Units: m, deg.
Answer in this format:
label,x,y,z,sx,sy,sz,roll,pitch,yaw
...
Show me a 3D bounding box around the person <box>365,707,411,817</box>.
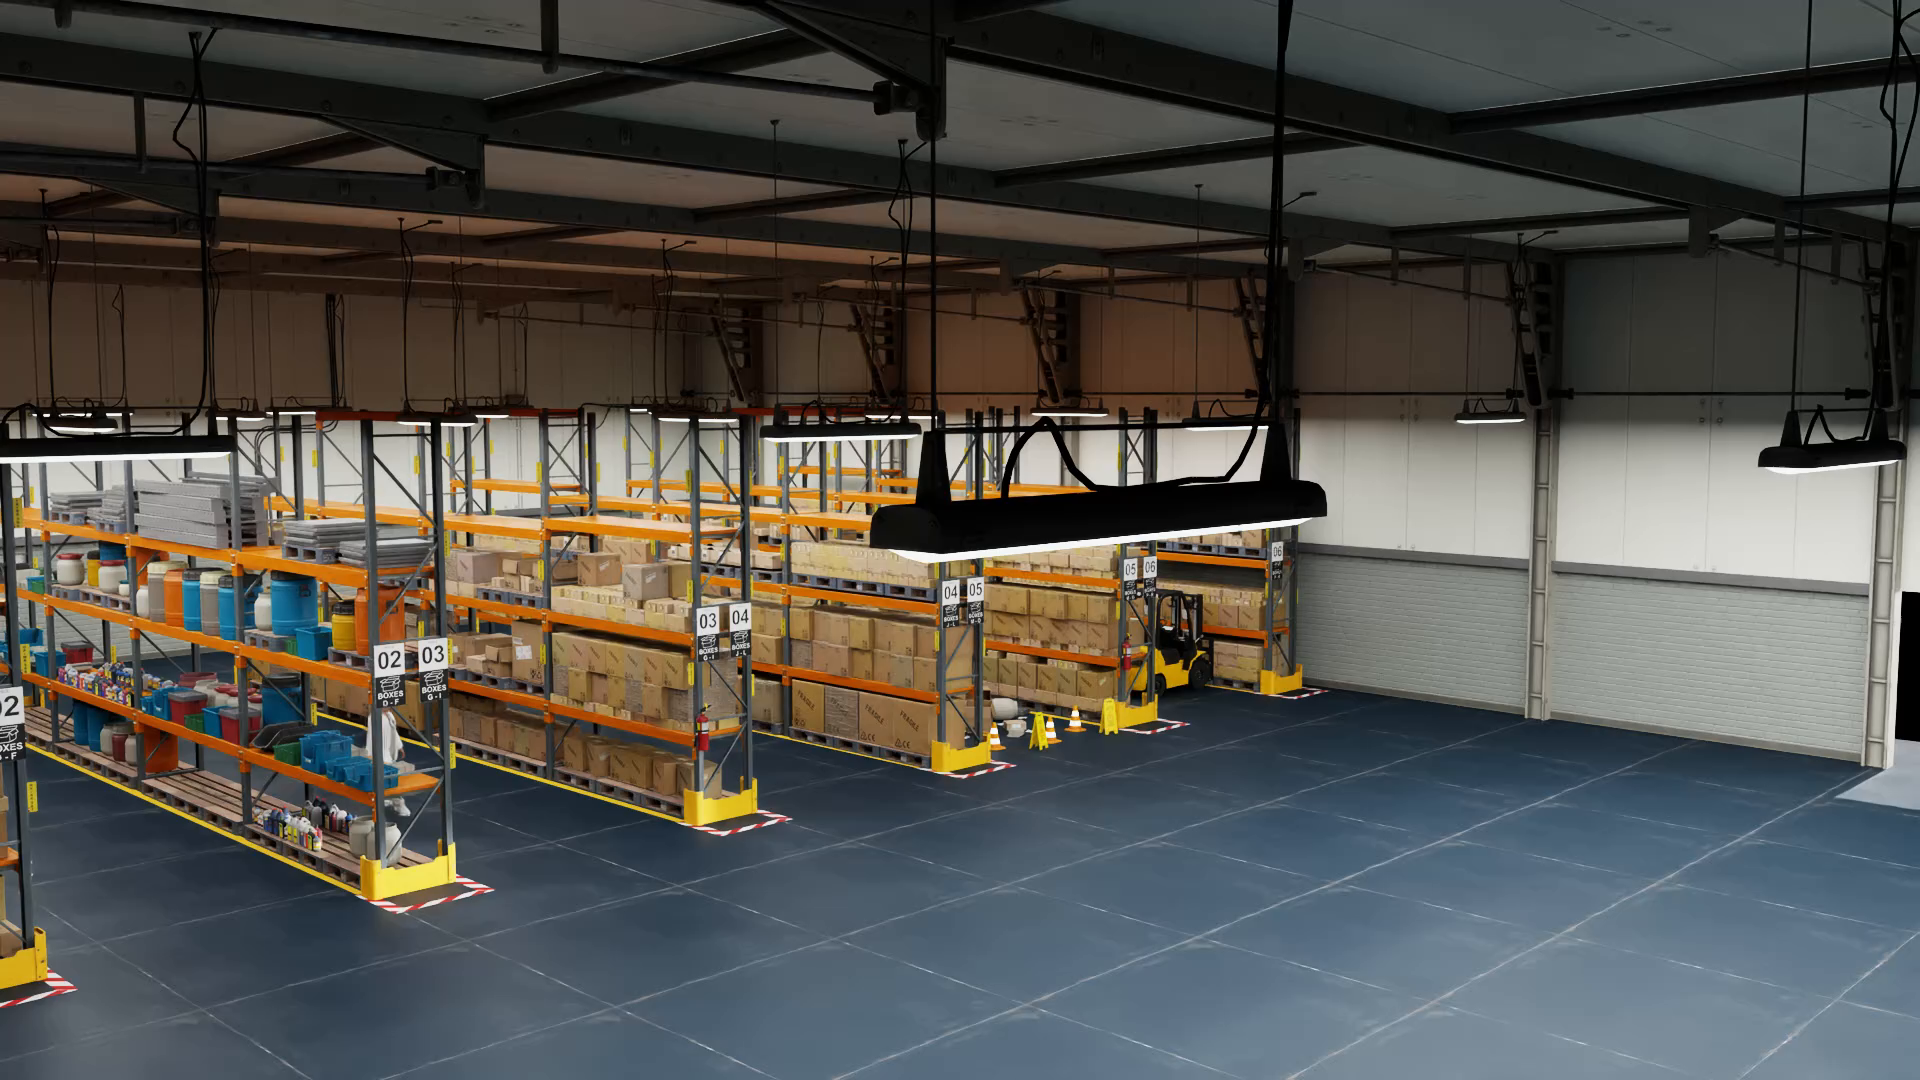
label,x,y,z,sx,sy,sz,roll,pitch,yaw
person,-8.625,3.229,25.103,0.962,1.768,0.699,2,6,23
